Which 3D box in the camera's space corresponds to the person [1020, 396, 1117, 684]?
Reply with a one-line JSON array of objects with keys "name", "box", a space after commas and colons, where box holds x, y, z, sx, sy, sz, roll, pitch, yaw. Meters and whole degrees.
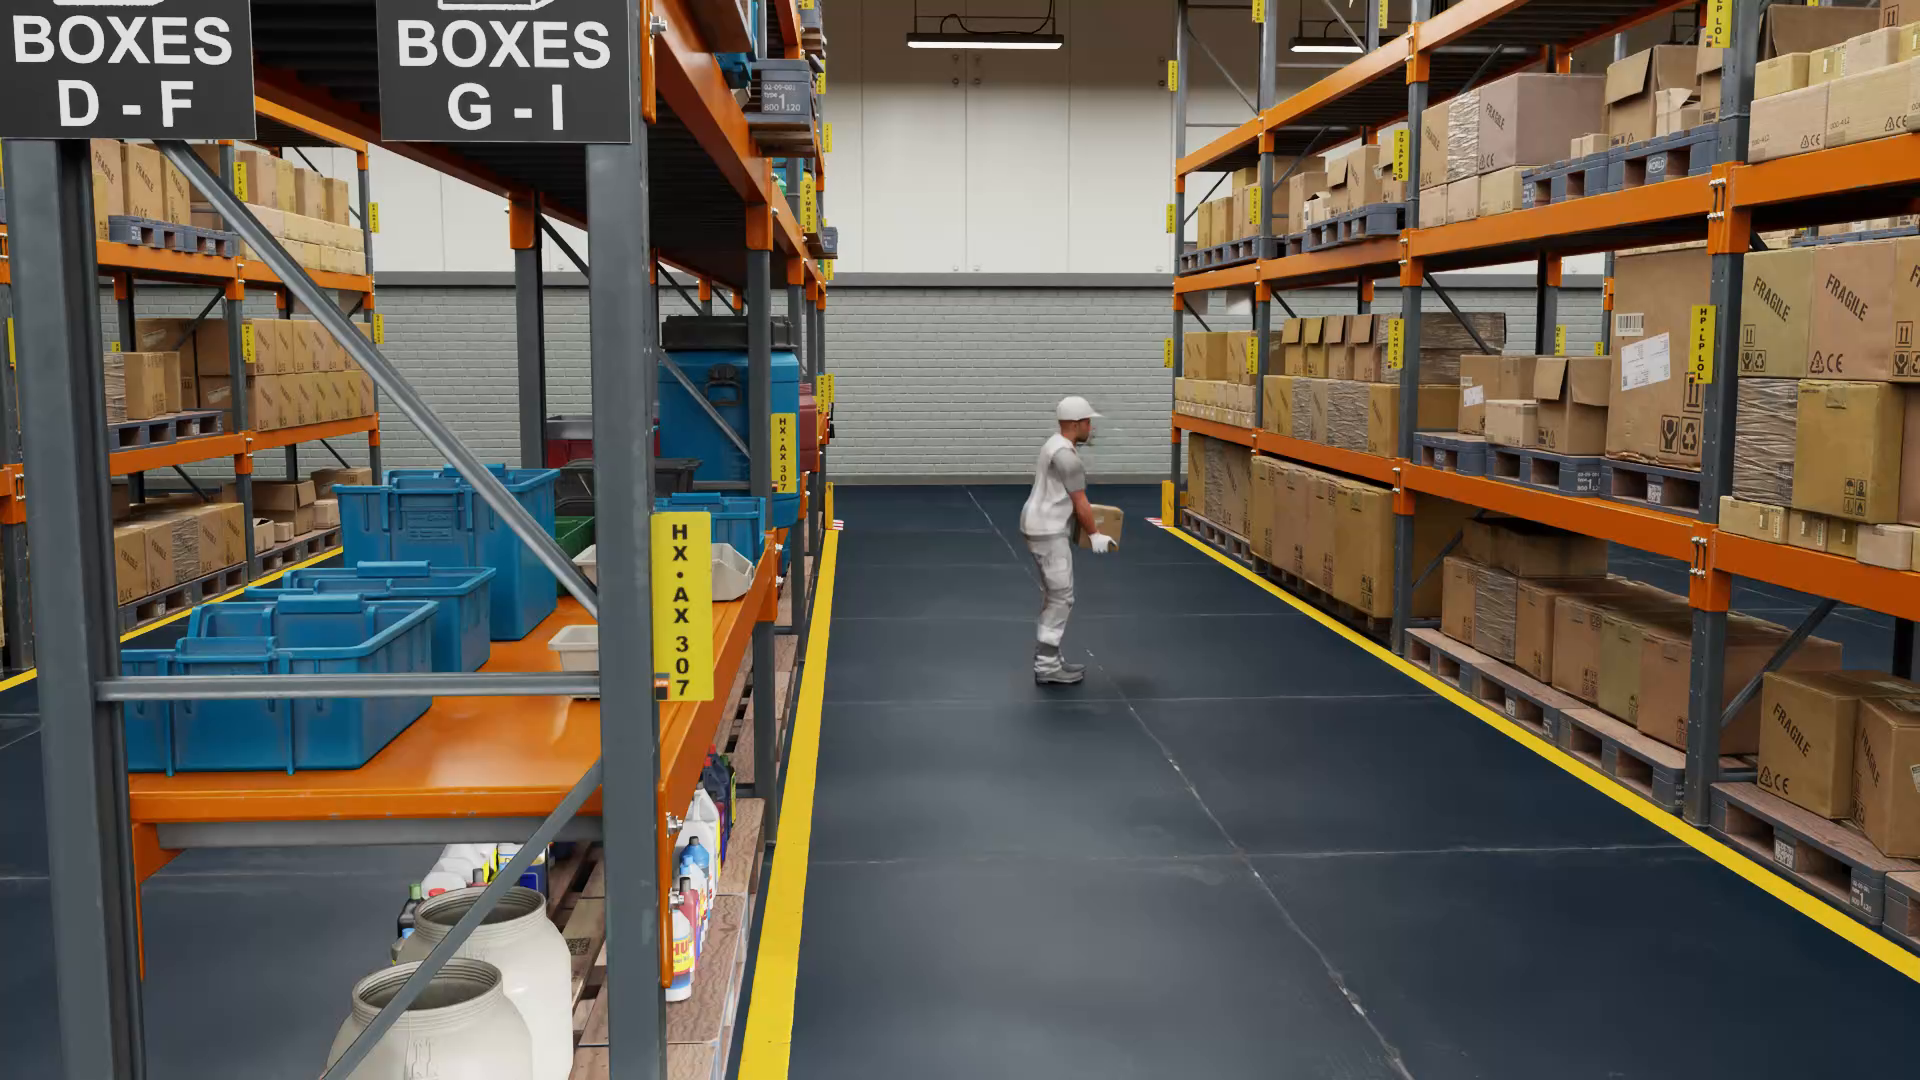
[{"name": "person", "box": [0.665, -0.010, 10.337, 0.582, 1.760, 0.491, -1, 7, -5]}]
